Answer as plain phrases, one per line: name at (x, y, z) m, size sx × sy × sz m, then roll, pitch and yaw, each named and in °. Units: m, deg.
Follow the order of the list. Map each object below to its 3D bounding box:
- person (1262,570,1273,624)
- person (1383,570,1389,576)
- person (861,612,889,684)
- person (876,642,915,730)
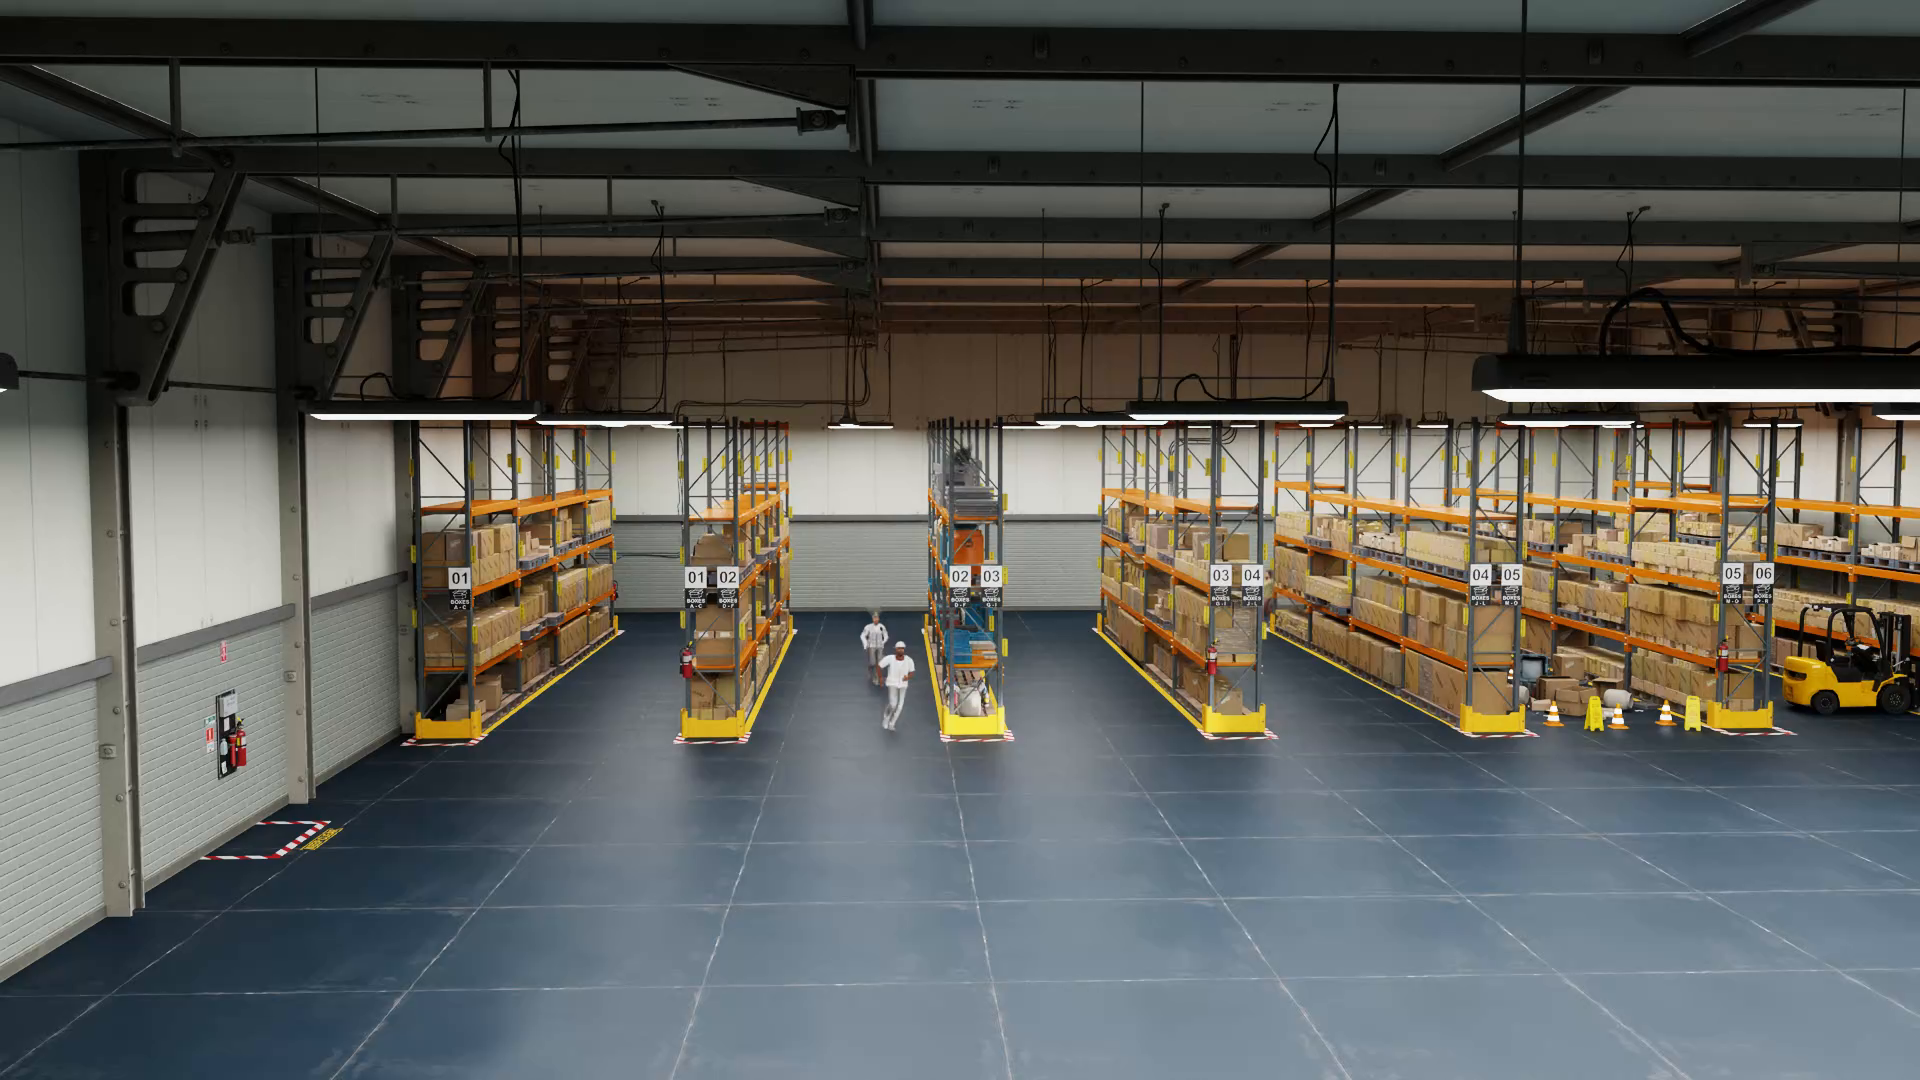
person at (9.018, 1.707, 48.751) m, size 0.895 × 1.664 × 0.649 m, roll -1°, pitch 4°, yaw -21°
person at (12.702, 1.690, 49.310) m, size 0.743 × 1.648 × 0.497 m, roll 0°, pitch 4°, yaw -5°
person at (-1.911, 2.445, 37.690) m, size 0.621 × 1.657 × 0.548 m, roll -1°, pitch 4°, yaw -14°
person at (-1.194, 2.789, 31.775) m, size 0.692 × 1.703 × 0.575 m, roll -1°, pitch 4°, yaw -21°
